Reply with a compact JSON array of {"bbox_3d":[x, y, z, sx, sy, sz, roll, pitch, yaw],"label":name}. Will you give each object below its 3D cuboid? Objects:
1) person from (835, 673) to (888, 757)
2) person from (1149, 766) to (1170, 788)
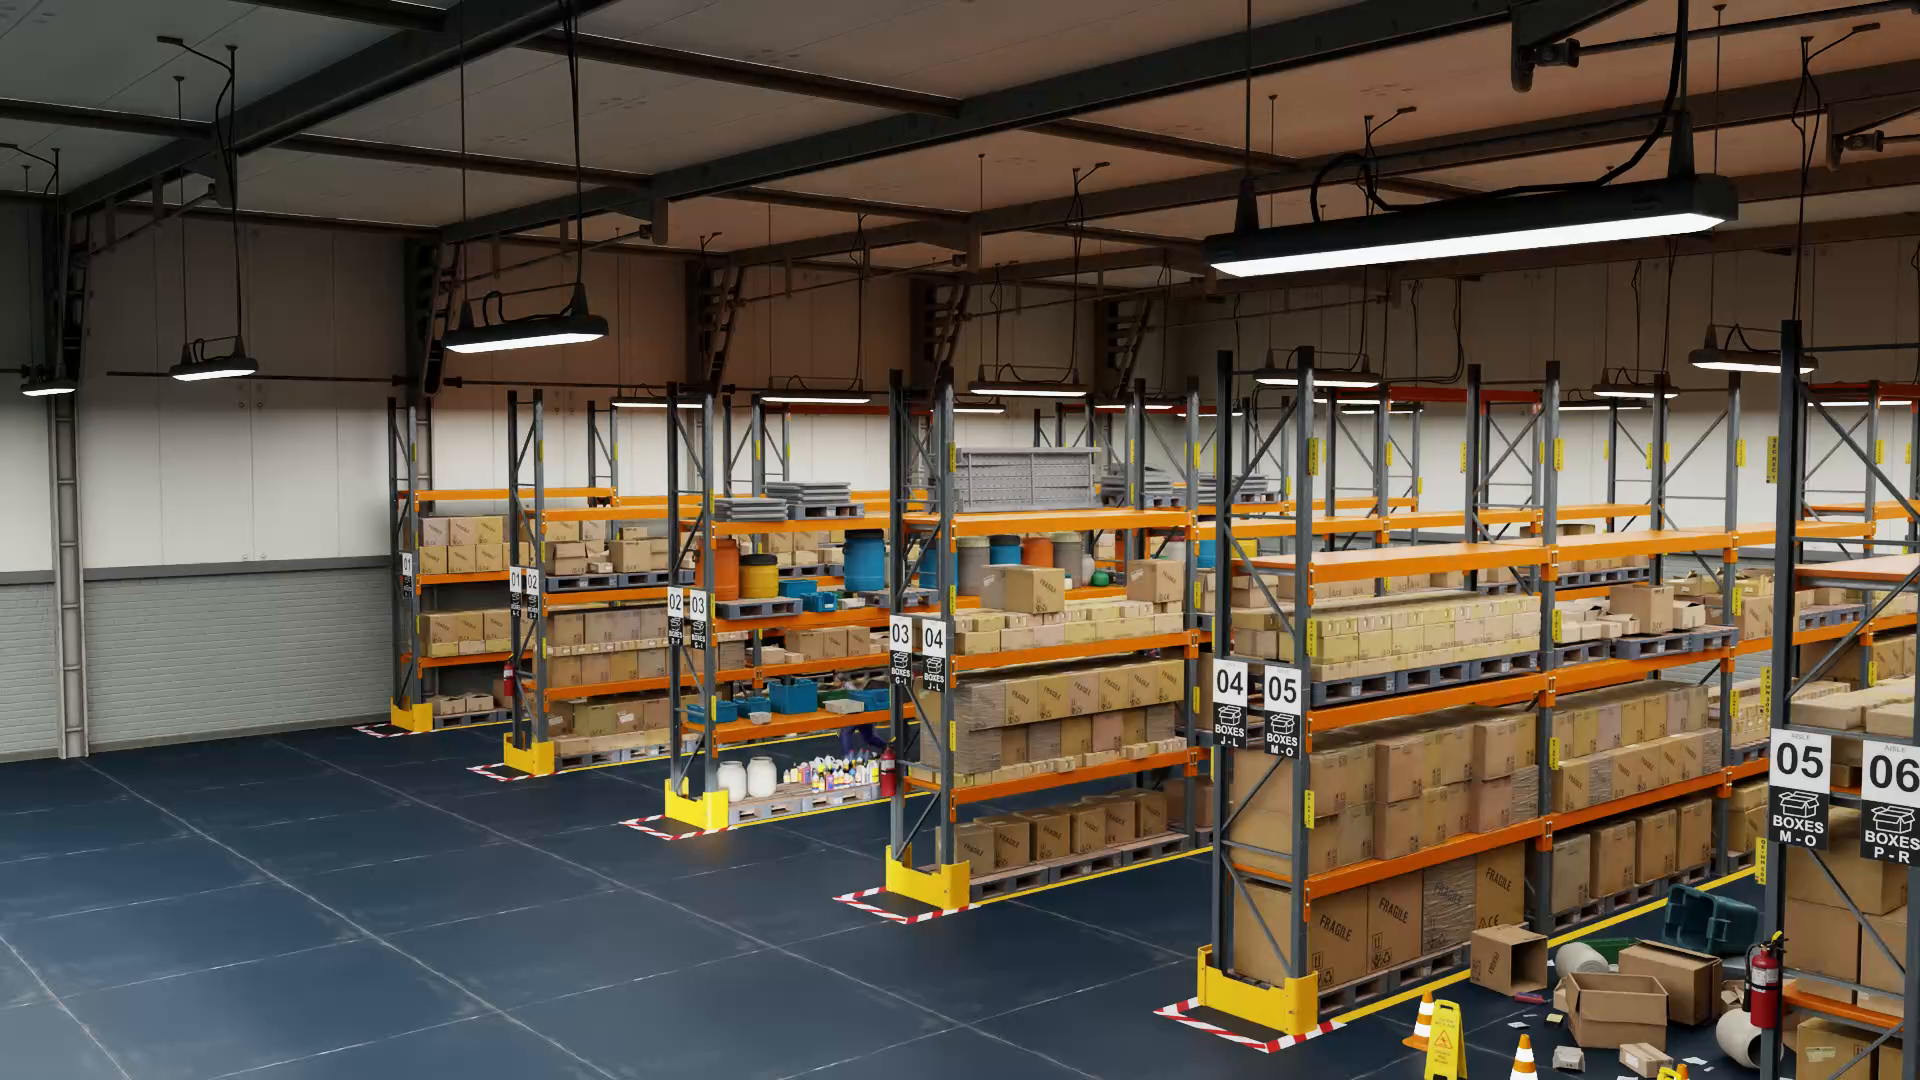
[{"bbox_3d":[-1.529,2.856,26.692,1.008,1.507,0.597,-1,3,-18],"label":"person"},{"bbox_3d":[2.837,2.835,24.812,0.736,1.764,0.553,1,4,20],"label":"person"}]
